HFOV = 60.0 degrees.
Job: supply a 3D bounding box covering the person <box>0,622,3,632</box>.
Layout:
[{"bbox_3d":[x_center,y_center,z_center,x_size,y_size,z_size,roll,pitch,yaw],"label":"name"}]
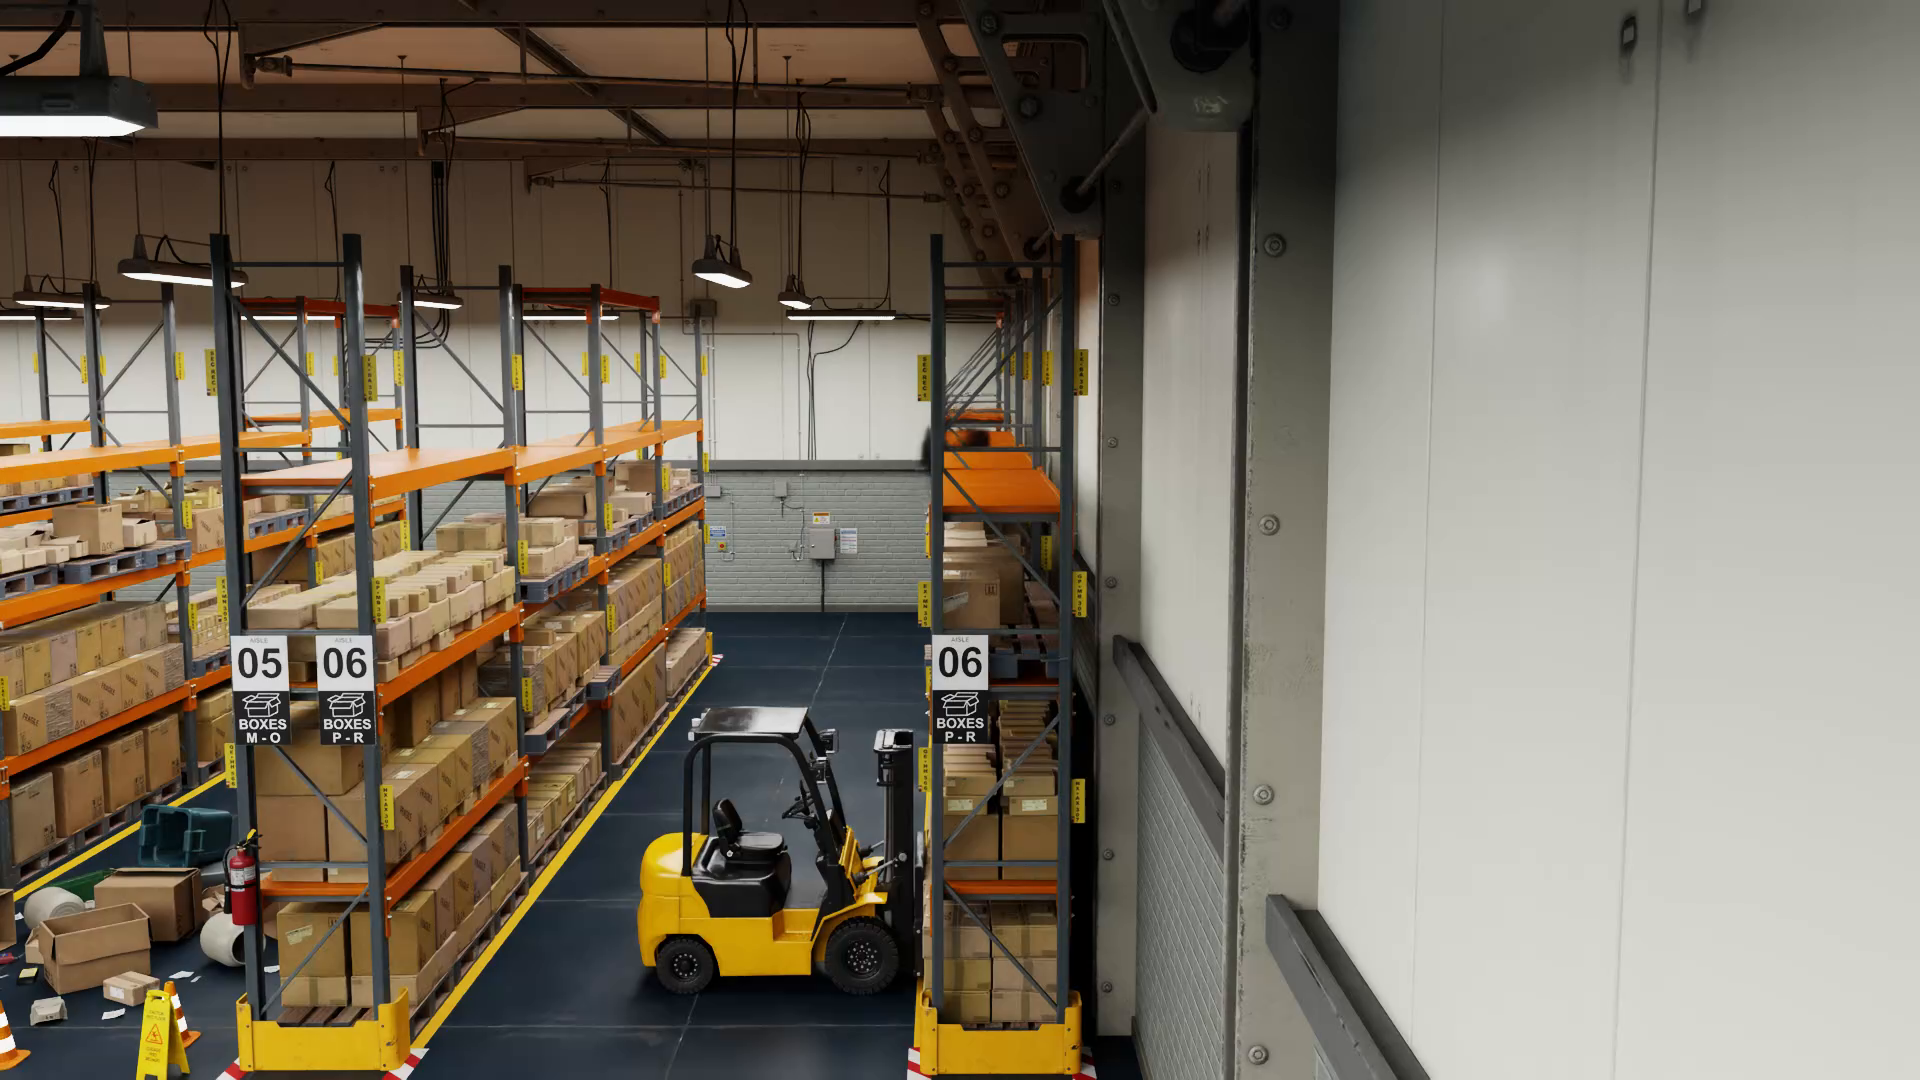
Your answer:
[{"bbox_3d":[-12.731,1.889,21.940,0.658,1.722,0.608,0,6,-4],"label":"person"}]
